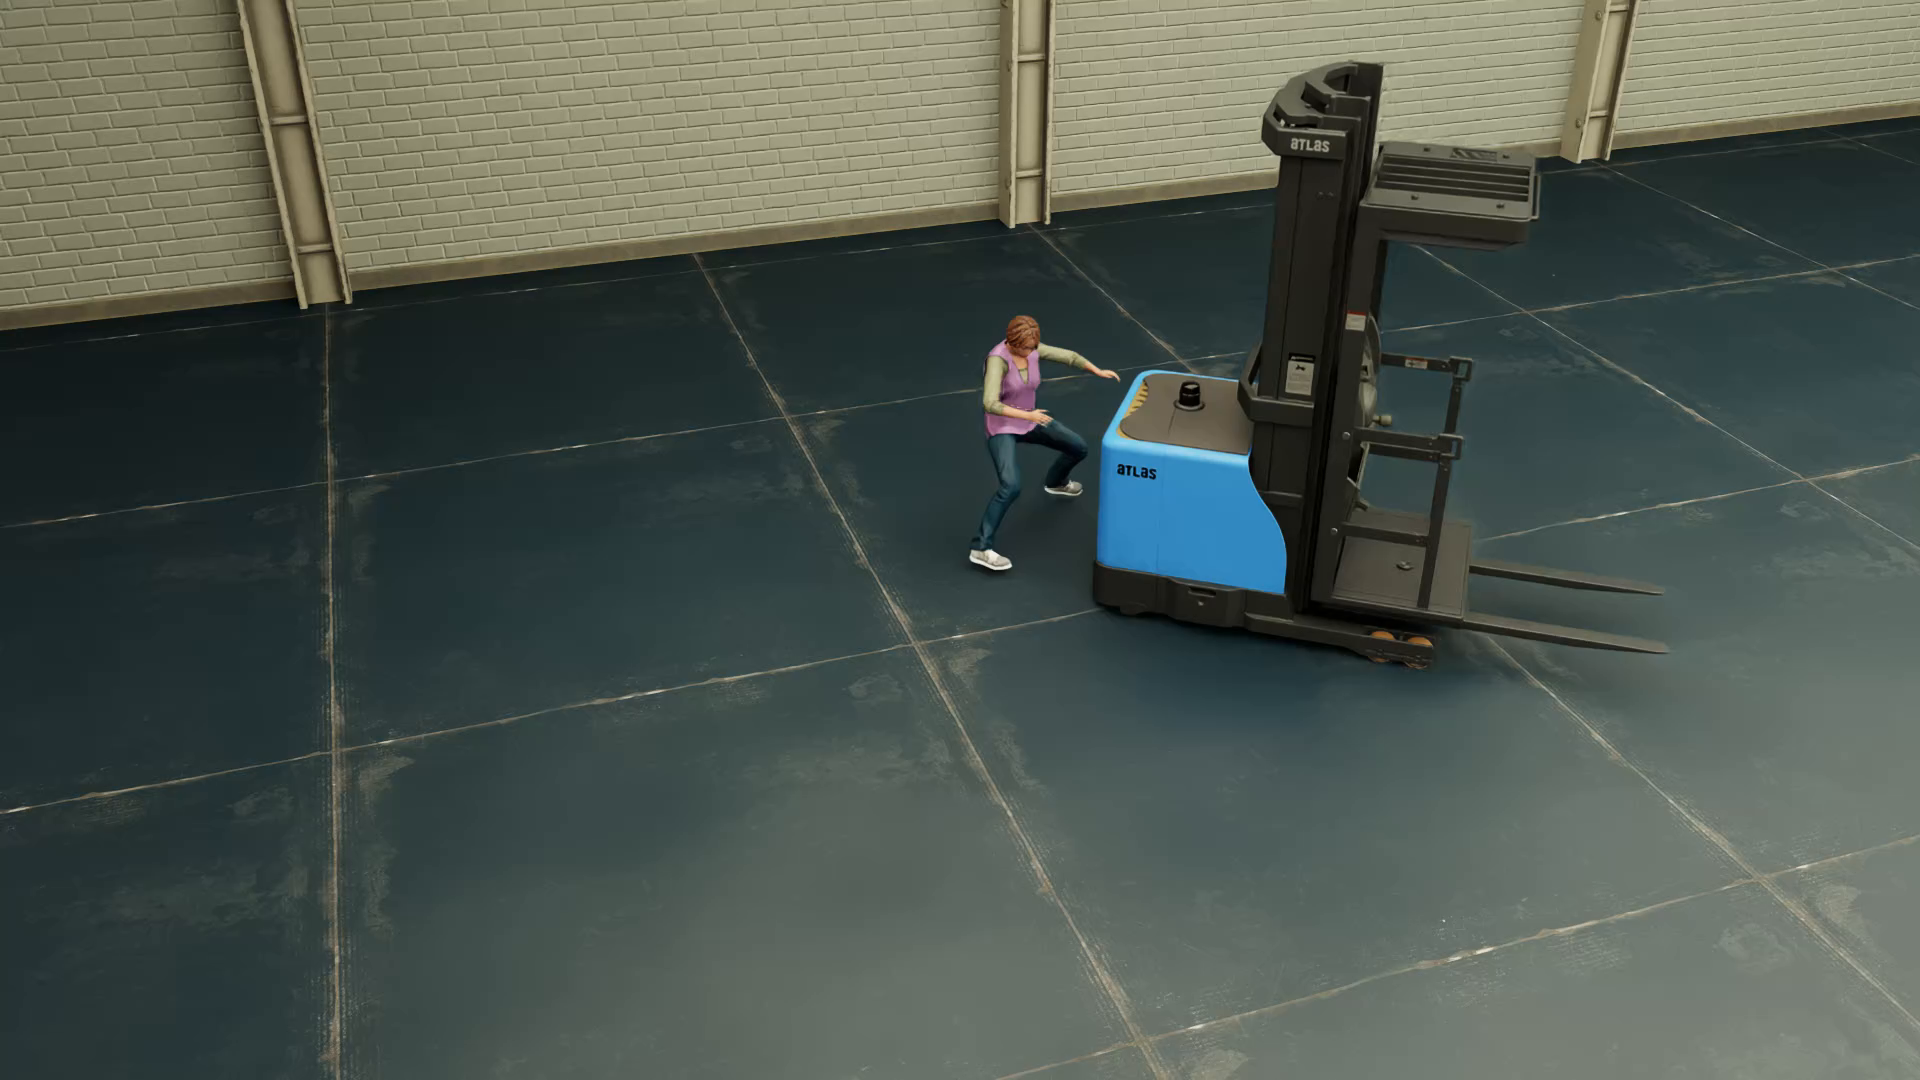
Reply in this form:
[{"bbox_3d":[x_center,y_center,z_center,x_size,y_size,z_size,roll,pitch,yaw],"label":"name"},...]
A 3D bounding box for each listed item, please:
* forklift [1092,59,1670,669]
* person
[{"bbox_3d":[2.317,-0.884,8.623,3.031,2.935,1.130,9,31,15],"label":"forklift"},{"bbox_3d":[0.440,-0.653,9.716,1.083,1.361,0.600,-22,37,-34],"label":"person"}]
